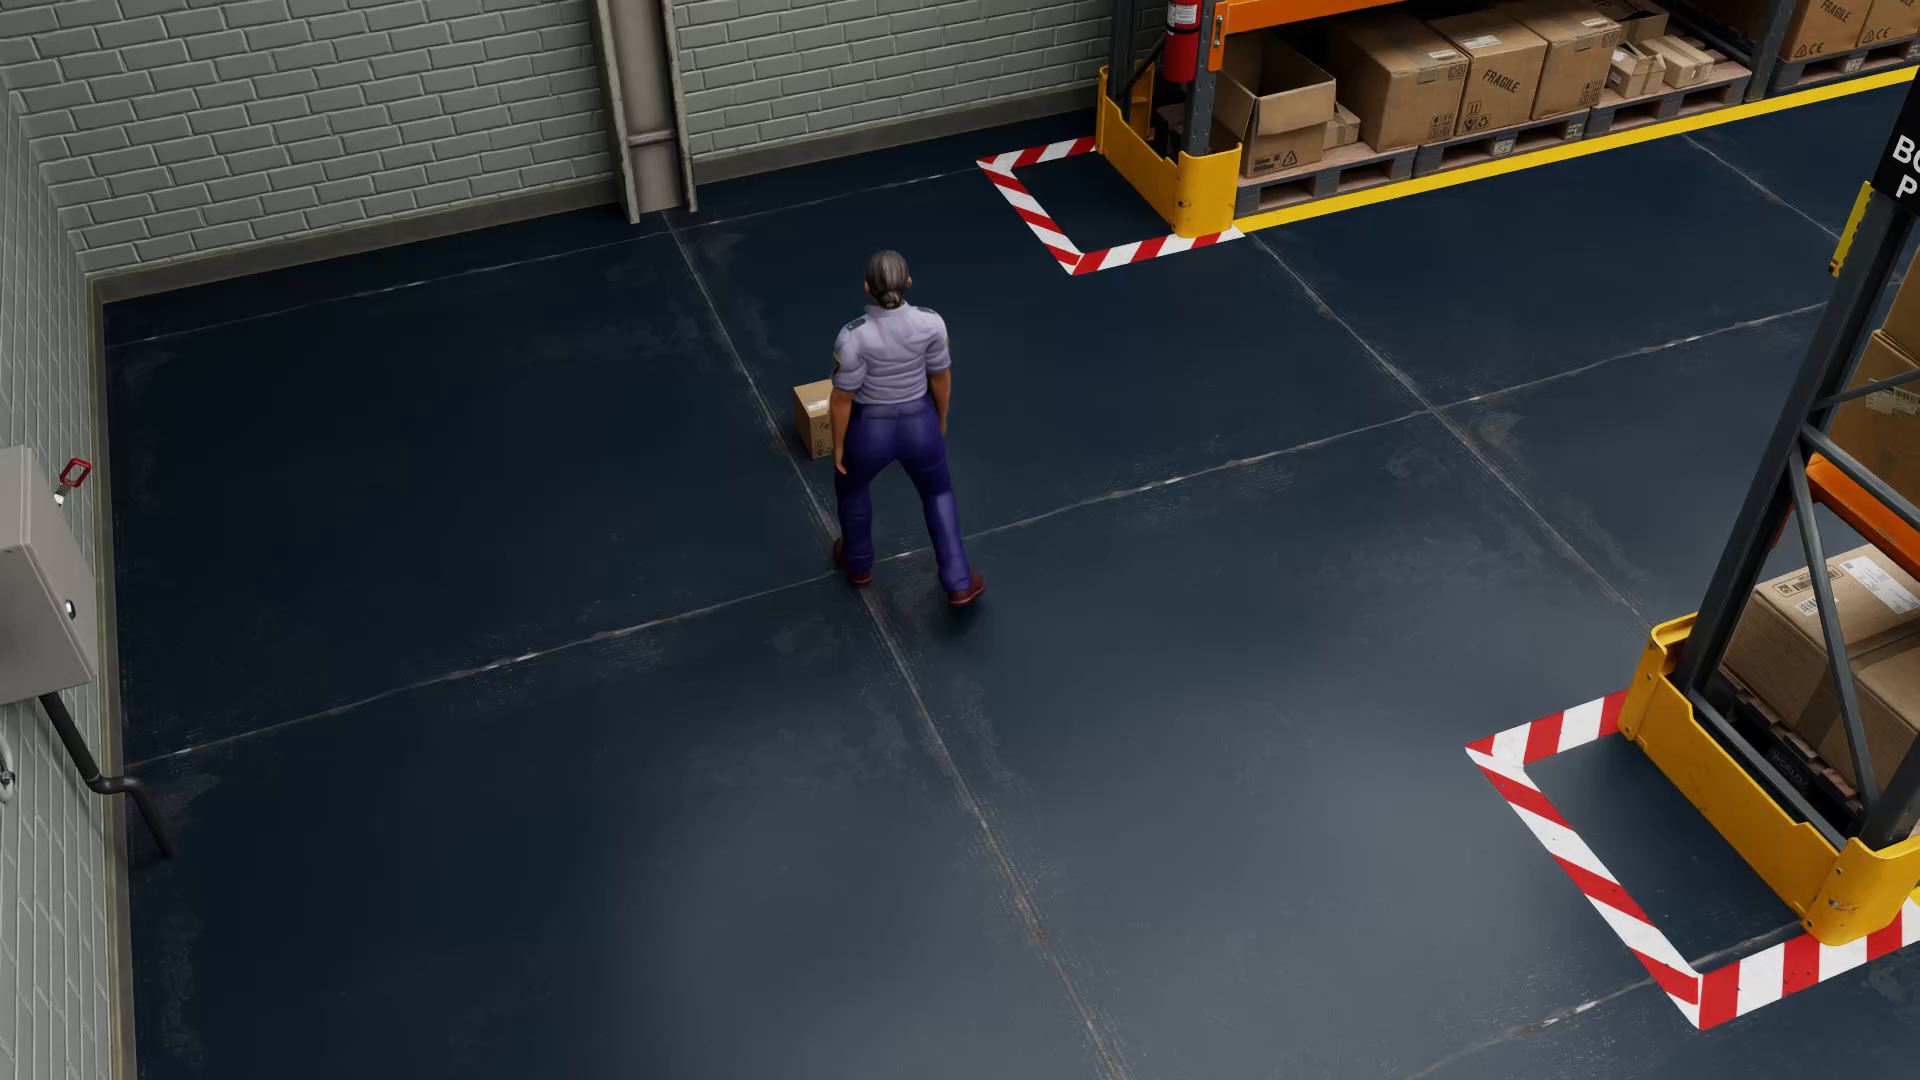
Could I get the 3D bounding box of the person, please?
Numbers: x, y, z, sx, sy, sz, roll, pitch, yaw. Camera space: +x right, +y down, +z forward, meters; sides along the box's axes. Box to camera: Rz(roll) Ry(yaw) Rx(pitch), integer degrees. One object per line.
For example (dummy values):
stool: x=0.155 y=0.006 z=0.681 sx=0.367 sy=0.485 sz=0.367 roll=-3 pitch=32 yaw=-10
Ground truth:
person: x=-0.222 y=-0.411 z=6.633 sx=0.577 sy=1.622 sz=0.698 roll=-13 pitch=44 yaw=-14
